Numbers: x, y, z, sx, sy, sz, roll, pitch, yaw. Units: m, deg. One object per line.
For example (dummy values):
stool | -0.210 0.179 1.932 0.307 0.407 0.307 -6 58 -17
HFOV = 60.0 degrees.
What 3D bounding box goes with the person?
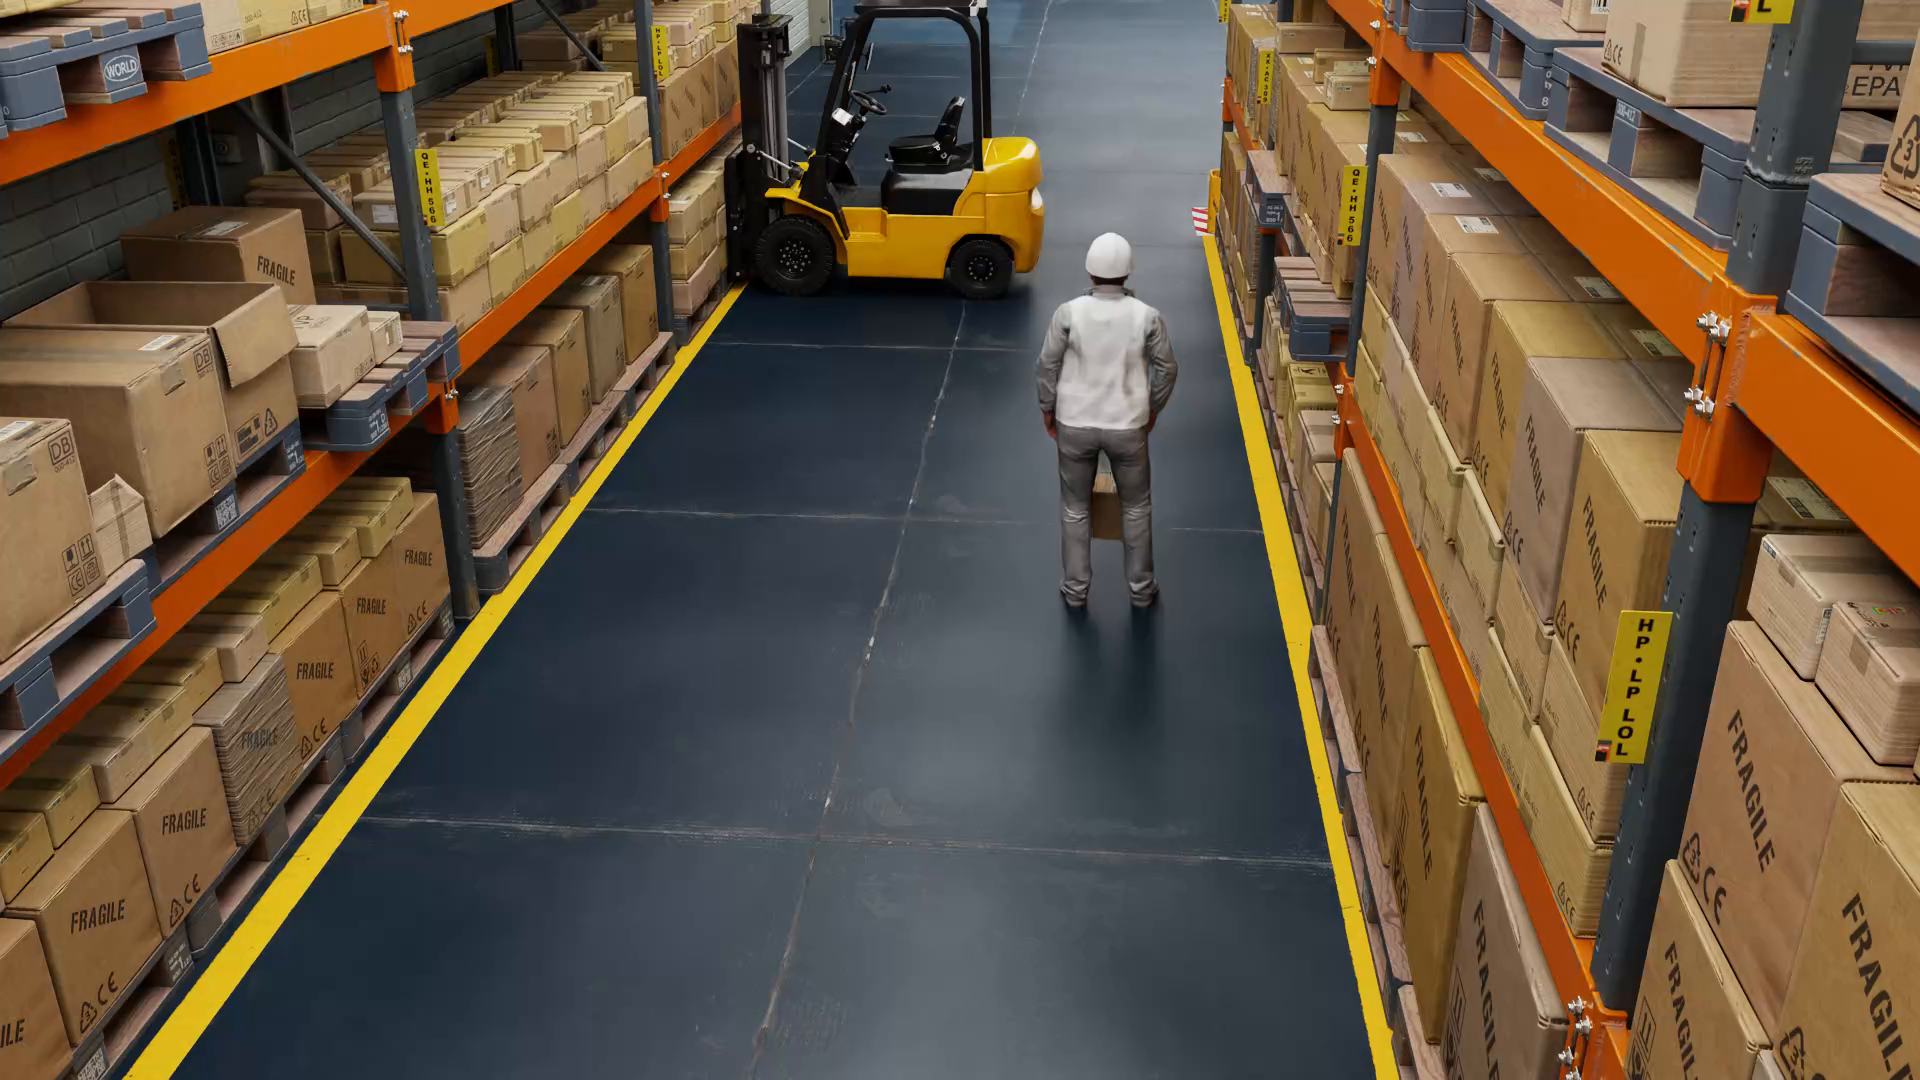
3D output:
person | 0.681 -0.557 7.826 0.658 1.750 0.500 2 24 5
